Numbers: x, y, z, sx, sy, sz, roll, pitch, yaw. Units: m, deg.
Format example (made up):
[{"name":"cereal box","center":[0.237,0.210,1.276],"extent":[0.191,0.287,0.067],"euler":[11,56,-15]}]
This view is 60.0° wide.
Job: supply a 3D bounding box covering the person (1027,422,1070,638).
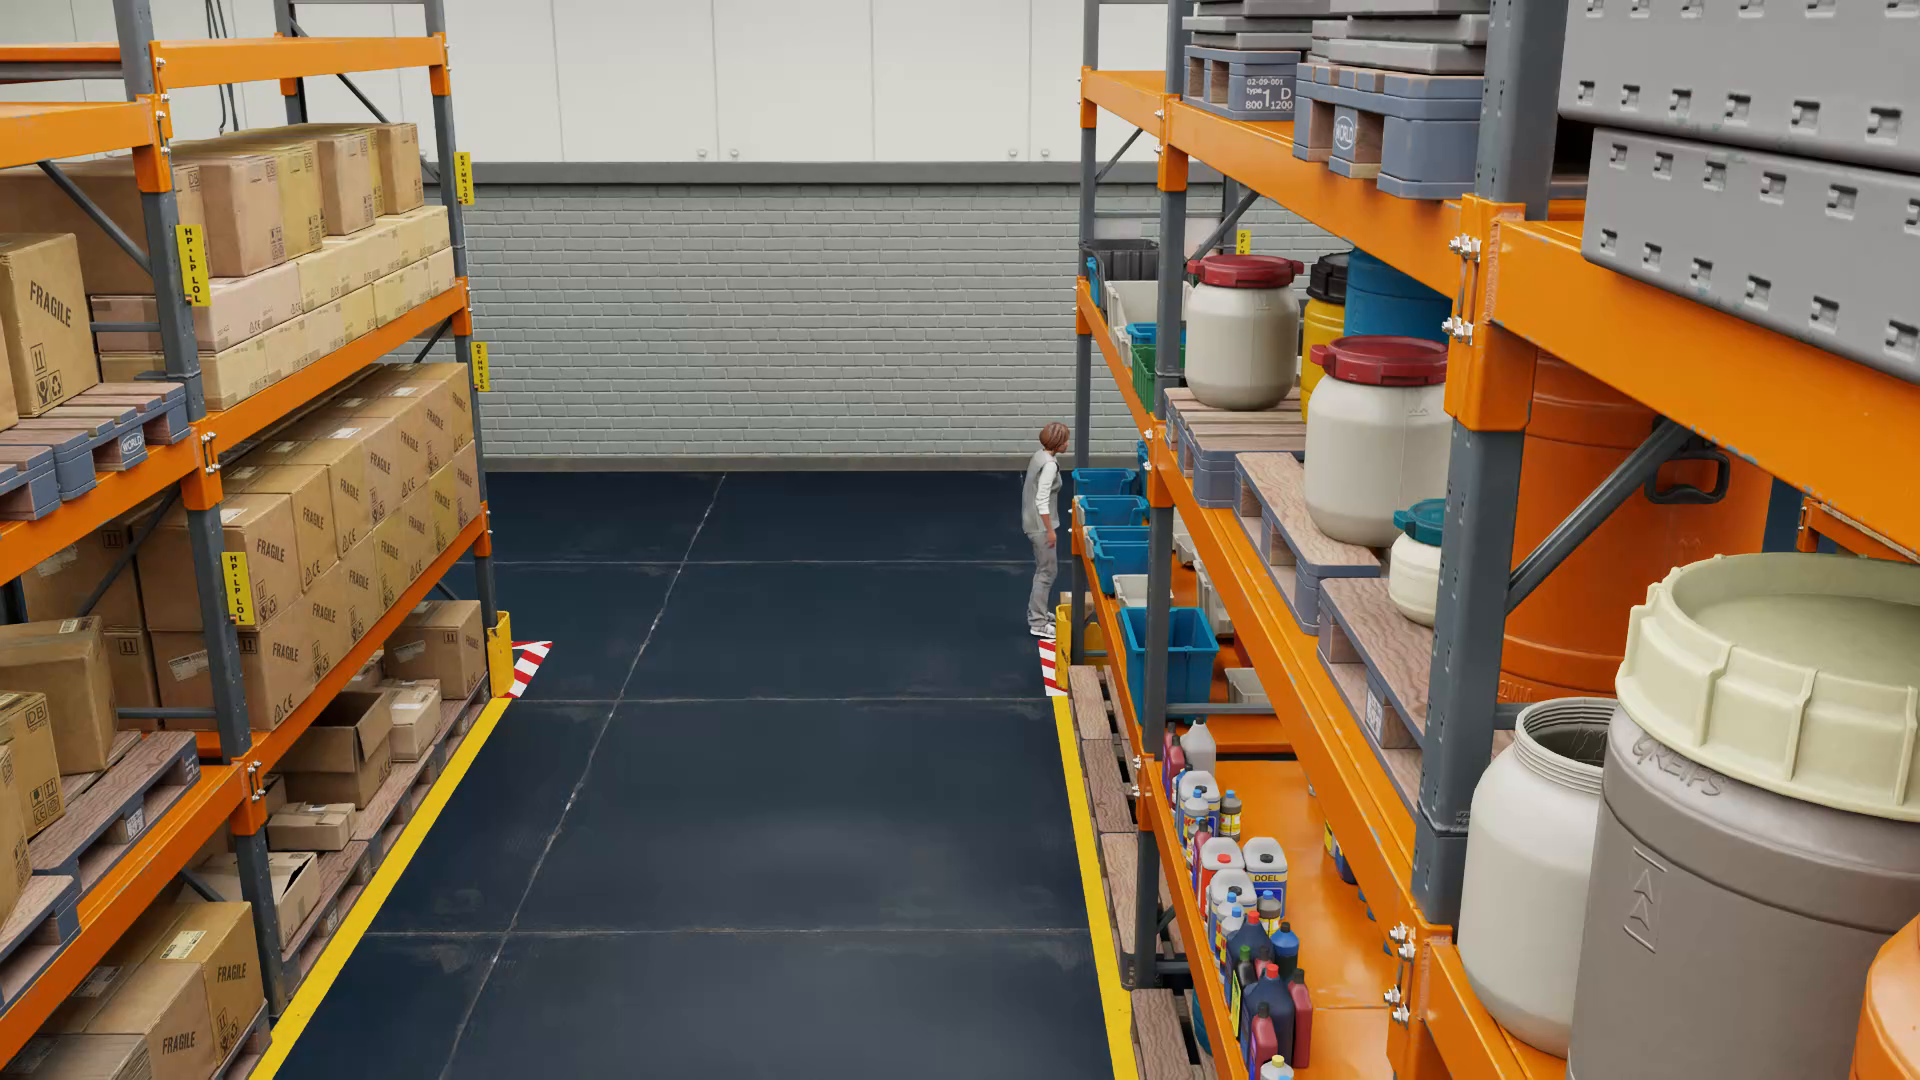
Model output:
[{"name":"person","center":[0.647,-0.083,12.361],"extent":[0.318,1.574,0.475],"euler":[0,17,0]}]
